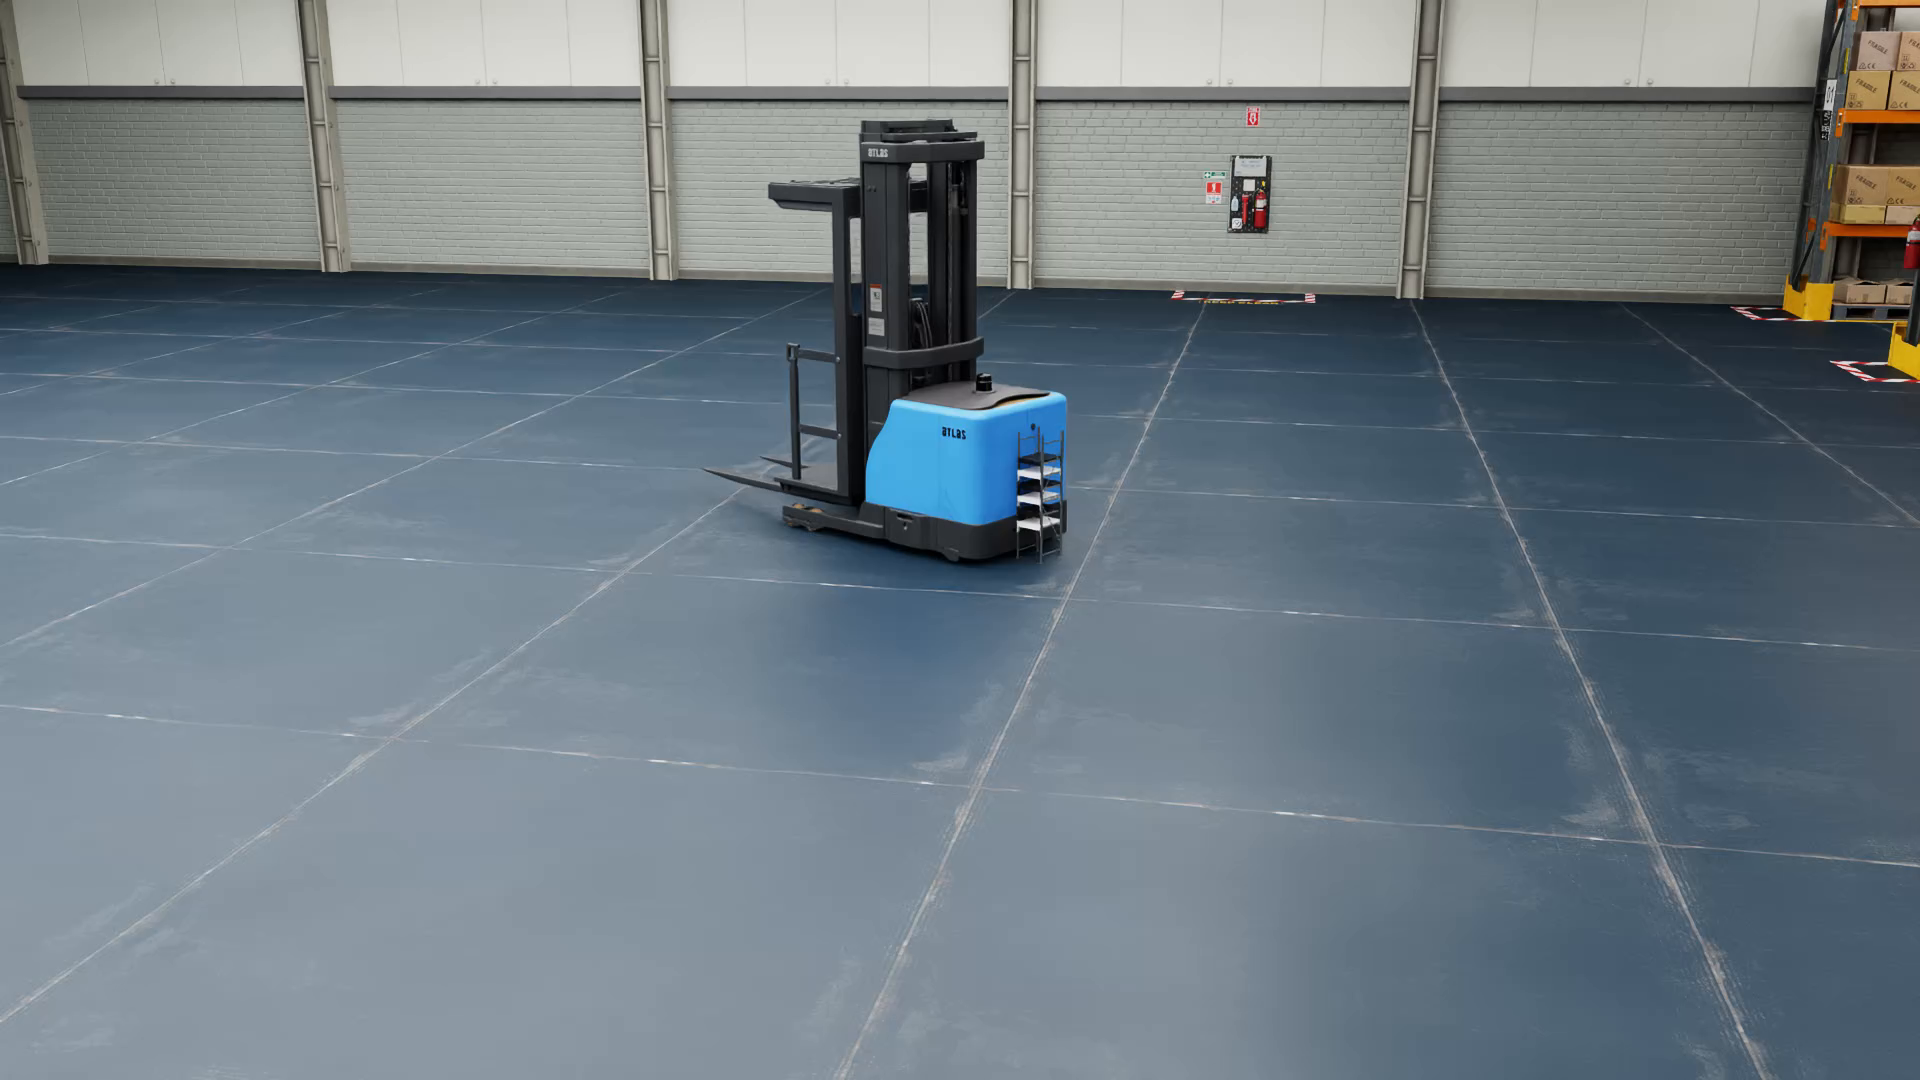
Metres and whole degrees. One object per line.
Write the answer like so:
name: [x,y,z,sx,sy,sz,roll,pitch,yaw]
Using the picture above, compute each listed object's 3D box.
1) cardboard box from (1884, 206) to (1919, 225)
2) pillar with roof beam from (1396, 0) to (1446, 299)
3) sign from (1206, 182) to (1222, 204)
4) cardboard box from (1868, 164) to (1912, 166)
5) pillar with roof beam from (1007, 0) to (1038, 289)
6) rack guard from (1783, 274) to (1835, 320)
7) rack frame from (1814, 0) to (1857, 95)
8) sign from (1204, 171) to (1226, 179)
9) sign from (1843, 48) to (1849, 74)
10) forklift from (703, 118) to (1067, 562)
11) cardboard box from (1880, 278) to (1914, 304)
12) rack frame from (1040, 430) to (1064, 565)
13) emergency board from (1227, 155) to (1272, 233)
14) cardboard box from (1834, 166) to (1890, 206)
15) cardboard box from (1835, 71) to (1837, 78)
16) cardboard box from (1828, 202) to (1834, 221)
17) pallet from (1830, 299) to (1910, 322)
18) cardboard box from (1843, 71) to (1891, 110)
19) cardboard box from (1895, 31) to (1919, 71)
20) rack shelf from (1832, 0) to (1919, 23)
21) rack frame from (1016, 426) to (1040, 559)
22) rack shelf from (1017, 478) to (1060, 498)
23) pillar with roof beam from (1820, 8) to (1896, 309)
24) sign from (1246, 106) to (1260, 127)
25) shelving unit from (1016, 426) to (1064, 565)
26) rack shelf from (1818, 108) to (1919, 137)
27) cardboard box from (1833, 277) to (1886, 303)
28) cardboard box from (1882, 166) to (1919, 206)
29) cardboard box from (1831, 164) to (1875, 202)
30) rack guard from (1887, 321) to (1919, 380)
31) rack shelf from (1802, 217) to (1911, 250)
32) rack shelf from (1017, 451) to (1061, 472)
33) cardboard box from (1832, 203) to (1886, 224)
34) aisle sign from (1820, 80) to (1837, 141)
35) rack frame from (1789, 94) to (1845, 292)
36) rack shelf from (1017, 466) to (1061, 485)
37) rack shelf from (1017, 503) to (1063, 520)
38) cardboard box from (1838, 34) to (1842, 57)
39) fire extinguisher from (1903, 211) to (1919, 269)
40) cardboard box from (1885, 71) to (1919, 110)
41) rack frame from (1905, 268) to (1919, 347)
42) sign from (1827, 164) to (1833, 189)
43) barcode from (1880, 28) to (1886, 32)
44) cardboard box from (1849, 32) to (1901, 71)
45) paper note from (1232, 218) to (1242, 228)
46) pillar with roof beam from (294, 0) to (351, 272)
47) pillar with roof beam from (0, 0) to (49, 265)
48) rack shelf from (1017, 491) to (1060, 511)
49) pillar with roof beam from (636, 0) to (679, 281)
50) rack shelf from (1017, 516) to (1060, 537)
cardboard box: [12.798,-4.440,22.645,0.500,0.250,0.500,3,16,9]
pillar with roof beam: [5.992,-6.909,20.075,0.400,9.000,9.100,3,16,11]
sign: [3.915,-5.359,25.651,0.234,0.329,0.001,3,16,11]
cardboard box: [12.867,-4.935,23.029,0.500,0.500,0.500,3,16,12]
pillar with roof beam: [0.113,-7.228,21.228,0.400,9.000,9.100,3,16,11]
rack guard: [11.946,-3.427,23.426,0.348,0.500,1.175,3,16,11]
rack frame: [11.872,-7.527,22.306,0.127,3.000,1.000,3,16,11]
sign: [3.918,-5.611,25.571,0.331,0.109,0.001,3,16,11]
sign: [11.764,-6.360,22.078,0.005,0.325,0.100,3,16,11]
forklift: [-0.681,-1.568,12.164,3.031,2.935,1.130,13,20,39]
cardboard box: [13.090,-3.461,23.080,0.500,0.311,0.500,4,16,16]
rack frame: [0.626,-0.289,11.350,0.006,0.900,0.240,13,20,39]
emergency board: [4.436,-5.285,25.452,0.643,1.169,0.194,3,16,11]
cardboard box: [12.279,-4.830,22.649,0.500,0.500,0.500,3,16,11]
cardboard box: [12.331,-6.183,22.850,0.500,0.500,0.500,4,16,15]
cardboard box: [12.368,-4.599,23.218,0.500,0.250,0.500,3,16,12]
pallet: [12.735,-3.235,23.275,1.213,0.211,1.003,3,16,11]
cardboard box: [12.149,-6.056,22.390,0.500,0.500,0.500,4,16,13]
cardboard box: [12.682,-6.497,22.110,0.500,0.500,0.500,3,16,10]
rack shelf: [13.831,-7.072,22.019,4.000,0.370,1.077,3,16,11]
rack frame: [0.471,-0.324,11.477,0.006,0.900,0.240,13,20,39]
rack shelf: [0.548,-0.361,11.398,0.200,0.077,0.258,13,20,39]
pillar with roof beam: [11.872,-6.589,18.923,0.400,9.000,9.100,3,16,11]
sign: [4.448,-6.429,25.239,0.199,0.298,0.001,3,16,11]
shelving unit: [0.548,-0.307,11.413,0.210,0.900,0.258,13,20,39]
rack shelf: [13.831,-5.628,22.419,4.000,0.370,1.077,3,16,11]
cardboard box: [12.532,-3.491,23.189,0.500,0.311,0.500,1,16,5]
cardboard box: [12.762,-4.801,22.545,0.500,0.500,0.500,3,16,11]
cardboard box: [12.376,-4.965,23.135,0.500,0.500,0.500,3,16,10]
rack guard: [10.864,-2.136,18.766,0.348,0.500,1.175,3,16,11]
rack shelf: [13.831,-4.182,22.819,4.000,0.370,1.077,3,16,11]
rack shelf: [0.548,-0.535,11.350,0.200,0.077,0.258,13,20,39]
cardboard box: [12.286,-4.464,22.731,0.500,0.250,0.500,3,16,9]
aisle sign: [11.741,-5.814,22.491,0.004,0.787,0.394,3,16,11]
rack frame: [11.872,-4.635,23.107,0.127,3.000,1.000,3,16,11]
rack shelf: [0.548,-0.448,11.374,0.200,0.077,0.258,13,20,39]
rack shelf: [0.548,-0.188,11.446,0.200,0.077,0.258,13,20,39]
cardboard box: [12.346,-6.666,22.721,0.500,0.500,0.500,4,16,14]
fire extinguisher: [10.865,-3.430,18.900,0.183,0.674,0.296,3,16,11]
cardboard box: [12.669,-6.018,22.254,0.500,0.500,0.500,4,16,15]
rack frame: [10.888,-3.339,18.428,0.127,3.000,1.000,3,16,11]
sign: [11.764,-4.911,22.479,0.005,0.325,0.100,3,16,11]
barcode: [12.667,-6.993,22.816,0.075,0.075,0.001,3,16,11]
cardboard box: [12.201,-6.537,22.254,0.500,0.500,0.500,2,16,7]
paper note: [4.276,-4.888,25.669,0.142,0.148,0.016,3,16,11]
pillar with roof beam: [-11.647,-7.866,23.532,0.400,9.000,9.100,3,16,11]
pillar with roof beam: [-17.526,-8.185,24.684,0.400,9.000,9.100,3,16,11]
rack shelf: [0.548,-0.275,11.422,0.200,0.077,0.258,13,20,39]
pillar with roof beam: [-5.767,-7.547,22.380,0.400,9.000,9.100,3,16,11]
rack shelf: [0.548,-0.101,11.470,0.200,0.077,0.258,13,20,39]
